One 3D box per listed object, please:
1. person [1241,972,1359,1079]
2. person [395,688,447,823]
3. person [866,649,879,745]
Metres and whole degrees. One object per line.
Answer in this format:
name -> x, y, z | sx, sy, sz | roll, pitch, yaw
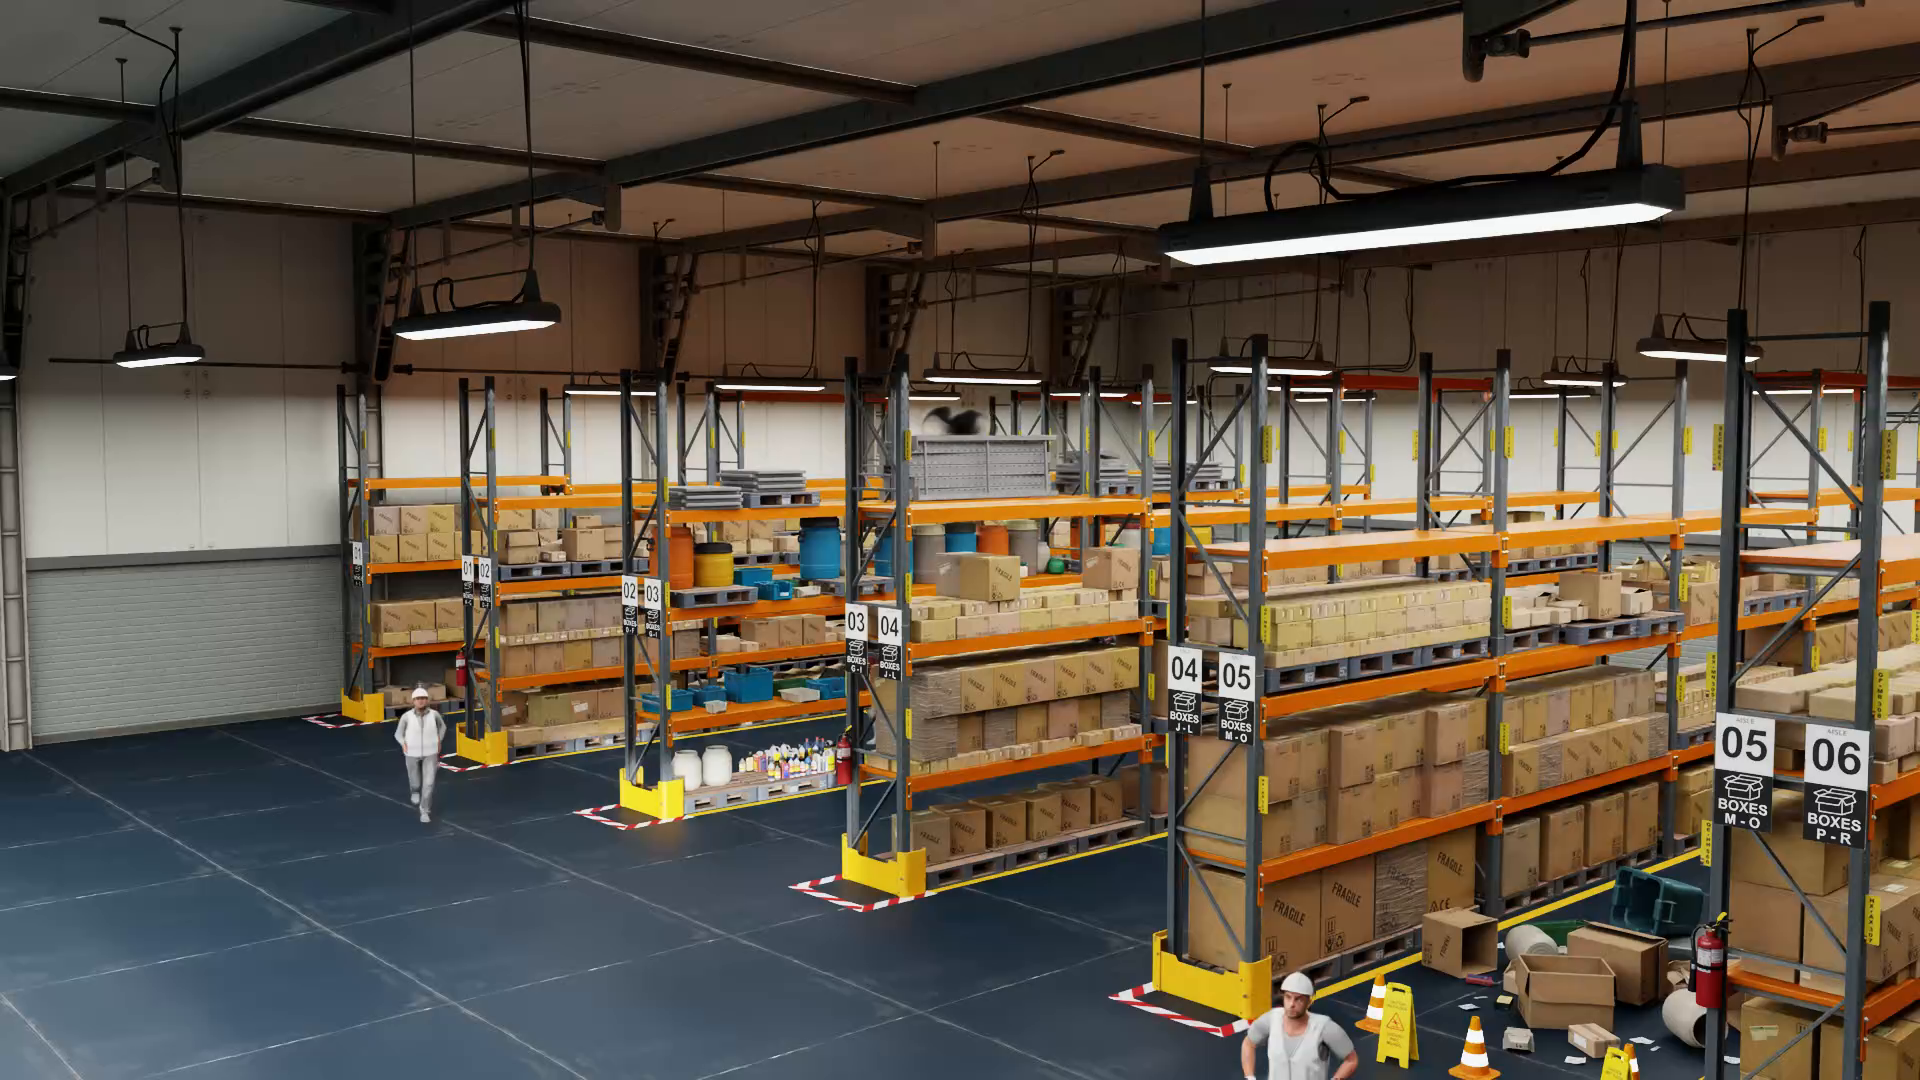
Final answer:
person -> 2.087, 3.609, 10.615 | 0.885, 1.778, 0.732 | 2, 4, 24
person -> -7.179, 2.846, 22.180 | 0.667, 1.755, 0.801 | -1, 4, -21
person -> -1.196, 2.493, 27.525 | 0.748, 1.776, 0.719 | -2, 4, -26
